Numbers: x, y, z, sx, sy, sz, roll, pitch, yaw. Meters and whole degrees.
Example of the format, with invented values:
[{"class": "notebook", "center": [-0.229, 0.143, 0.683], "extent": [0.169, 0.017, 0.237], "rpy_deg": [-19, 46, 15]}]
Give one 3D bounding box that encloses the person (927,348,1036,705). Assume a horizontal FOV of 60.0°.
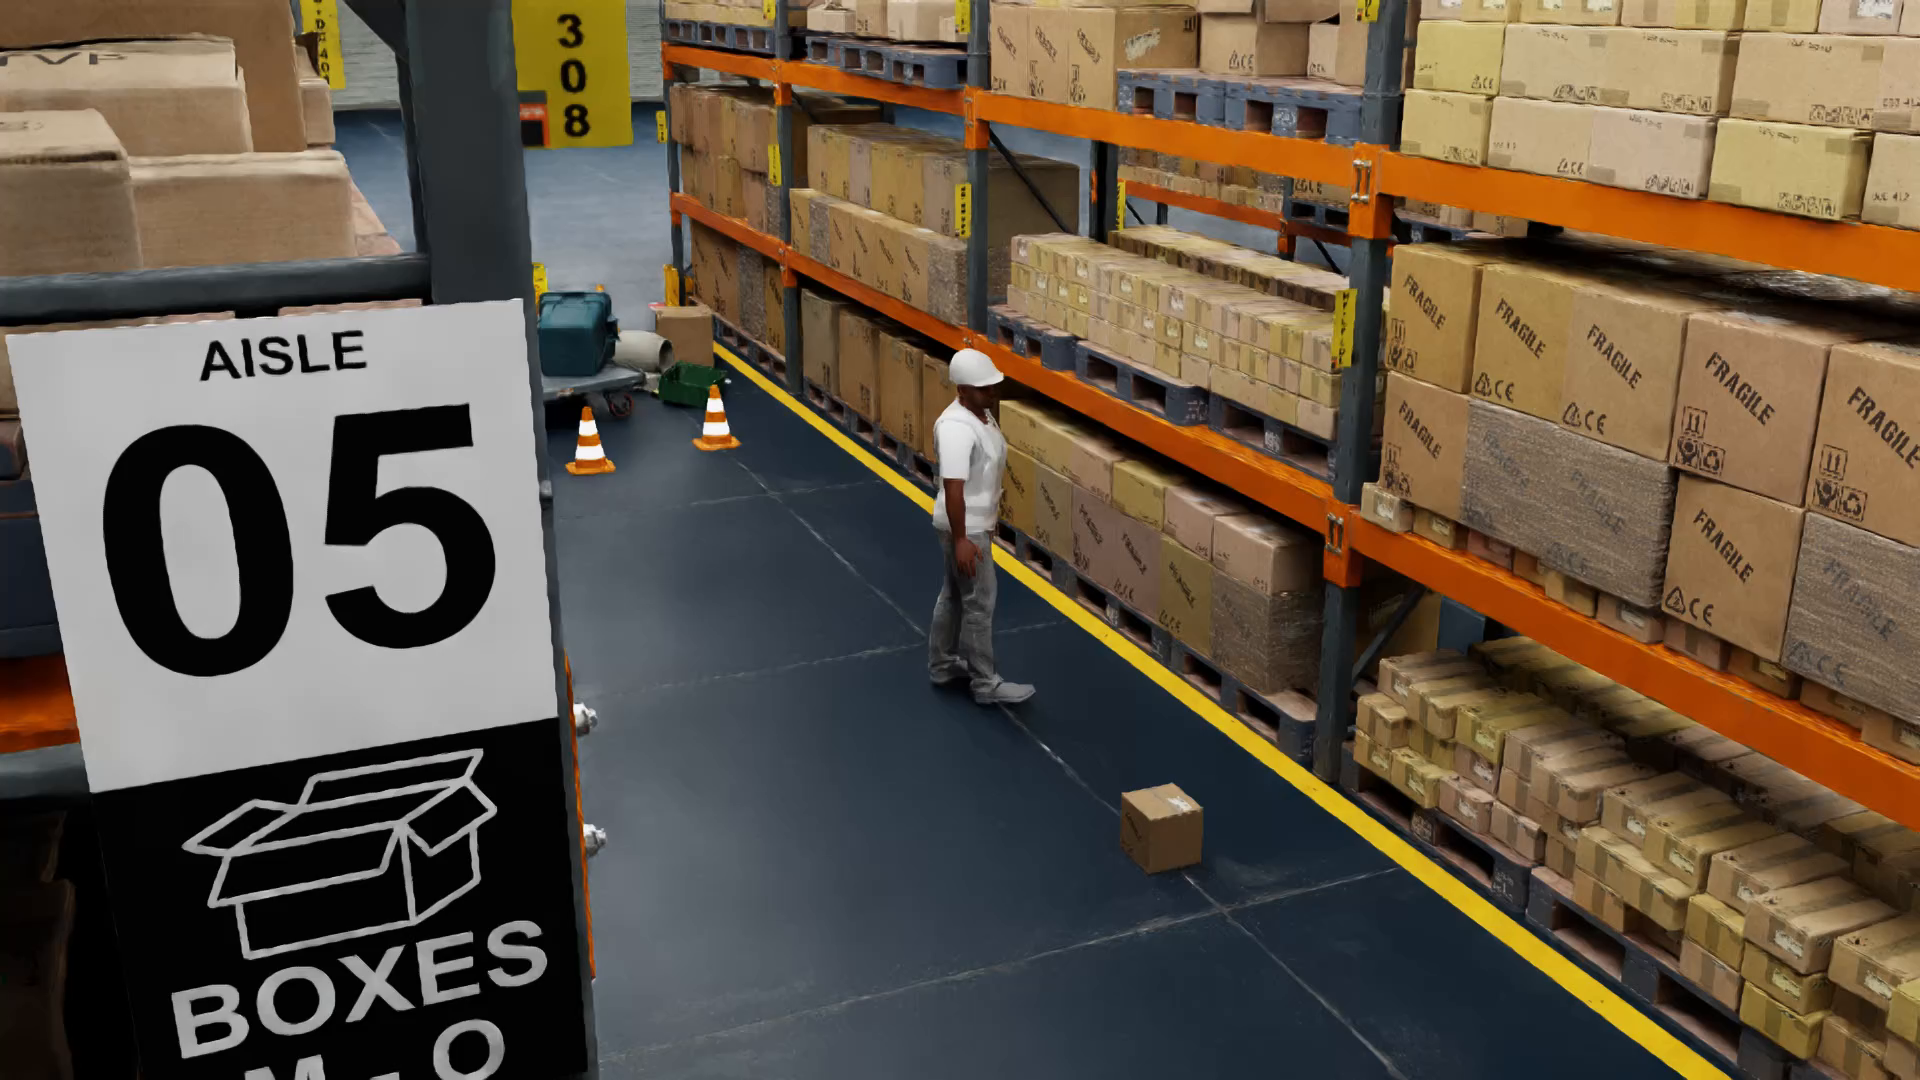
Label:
[{"class": "person", "center": [0.104, -0.064, 8.136], "extent": [0.571, 1.763, 0.675], "rpy_deg": [2, 19, 6]}]
